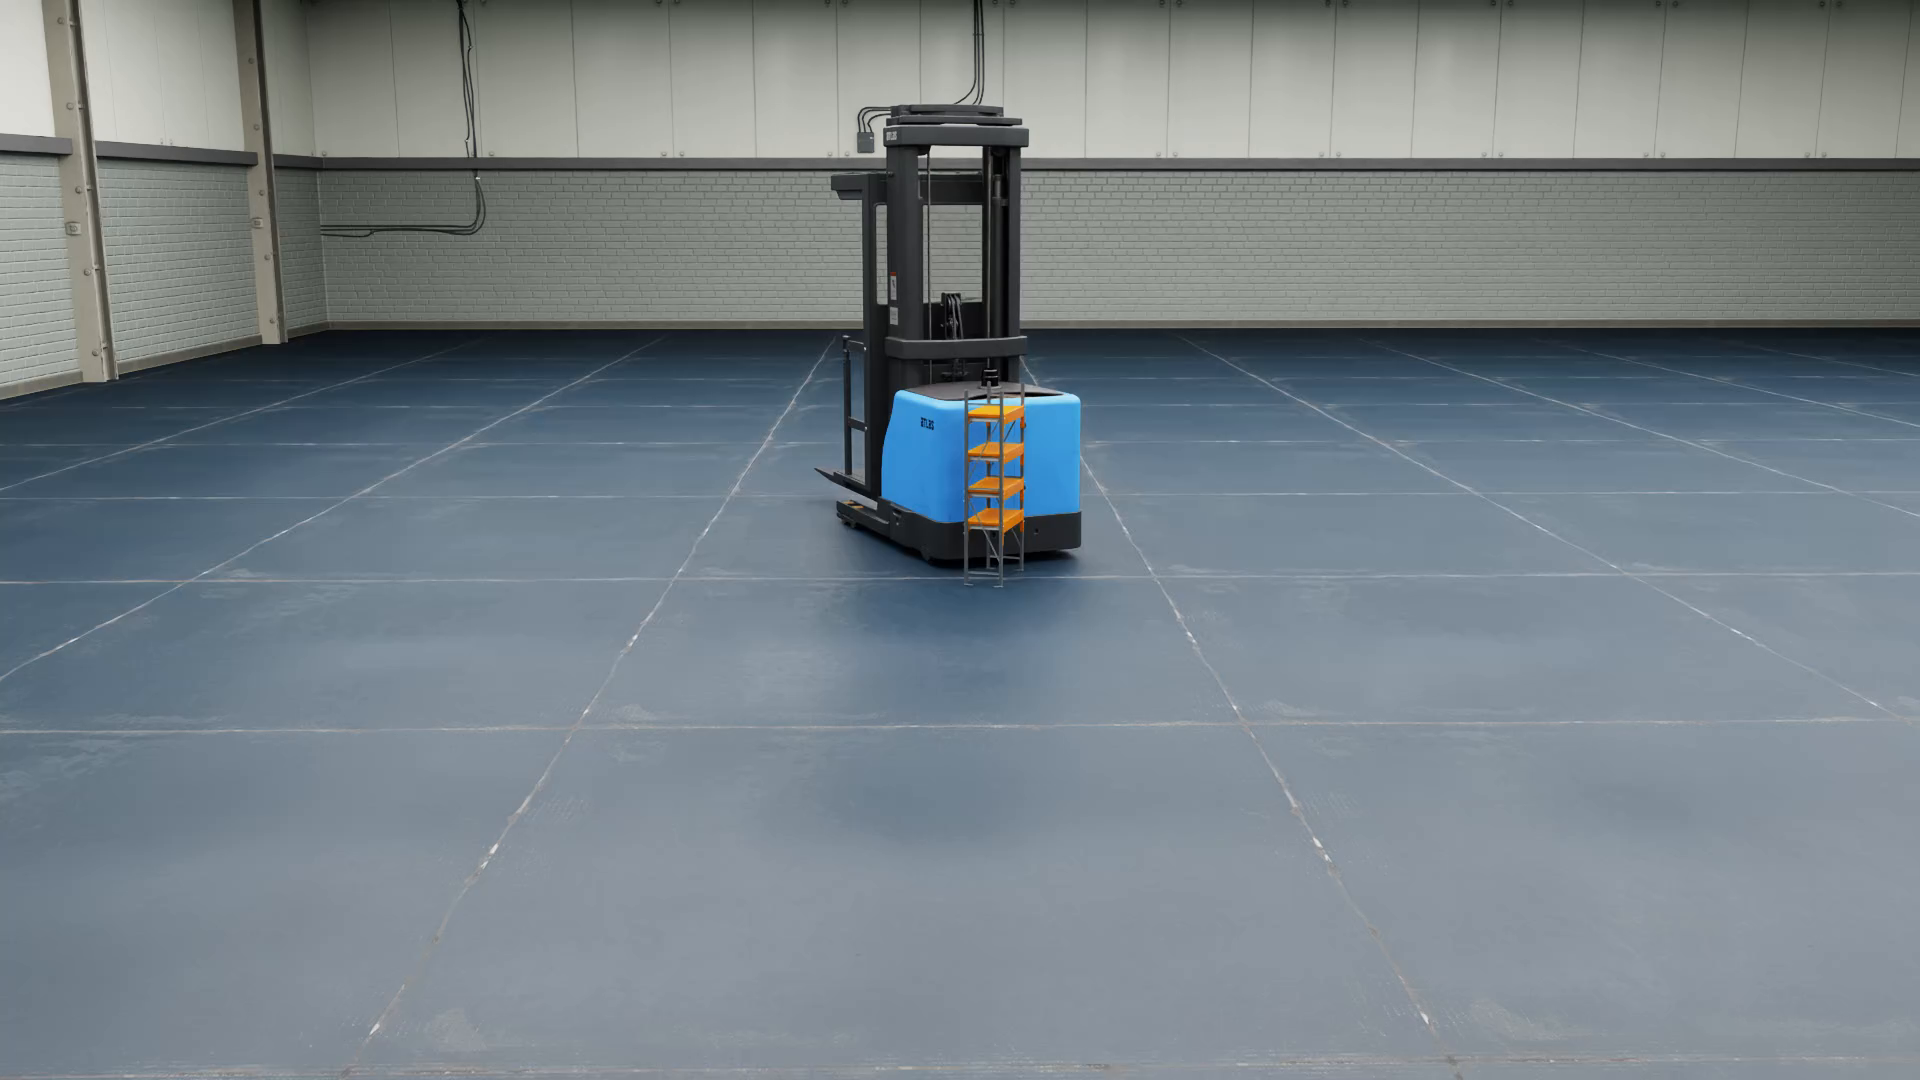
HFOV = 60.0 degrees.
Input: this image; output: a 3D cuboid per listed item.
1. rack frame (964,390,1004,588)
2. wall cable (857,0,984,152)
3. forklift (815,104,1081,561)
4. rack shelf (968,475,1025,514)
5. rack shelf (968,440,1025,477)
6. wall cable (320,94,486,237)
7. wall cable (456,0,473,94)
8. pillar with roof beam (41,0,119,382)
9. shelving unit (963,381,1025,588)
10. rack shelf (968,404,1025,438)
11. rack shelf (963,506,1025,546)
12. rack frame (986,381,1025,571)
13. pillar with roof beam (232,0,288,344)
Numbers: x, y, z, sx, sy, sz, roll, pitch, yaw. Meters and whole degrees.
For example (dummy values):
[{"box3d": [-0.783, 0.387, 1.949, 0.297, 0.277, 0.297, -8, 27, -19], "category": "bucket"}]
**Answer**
[{"box3d": [0.143, -0.304, 10.041, 0.240, 1.200, 0.015, 3, 12, 17], "category": "rack frame"}, {"box3d": [-0.711, -9.999, 29.660, 2.305, 6.003, 0.169, 0, 11, -1], "category": "wall cable"}, {"box3d": [-0.252, -1.551, 11.834, 1.130, 2.935, 3.031, -5, 12, -23], "category": "forklift"}, {"box3d": [0.214, -0.285, 10.283, 0.258, 0.148, 0.480, 3, 12, 17], "category": "rack shelf"}, {"box3d": [0.214, -0.504, 10.239, 0.258, 0.148, 0.480, 3, 12, 17], "category": "rack shelf"}, {"box3d": [-10.203, -6.775, 30.131, 3.097, 2.526, 0.112, 0, 11, -1], "category": "wall cable"}, {"box3d": [-7.498, -9.261, 29.683, 3.097, 2.526, 0.112, 0, 11, -1], "category": "wall cable"}, {"box3d": [-7.036, -6.531, 21.117, 9.100, 9.000, 0.400, 0, 11, -1], "category": "pillar with roof beam"}, {"box3d": [0.214, -0.351, 10.270, 0.258, 1.200, 0.503, 3, 12, 17], "category": "shelving unit"}, {"box3d": [0.214, -0.736, 10.192, 0.258, 0.148, 0.480, 3, 12, 17], "category": "rack shelf"}, {"box3d": [0.214, -0.090, 10.323, 0.258, 0.148, 0.480, 3, 12, 17], "category": "rack shelf"}, {"box3d": [0.286, -0.397, 10.498, 0.240, 1.200, 0.015, 3, 12, 17], "category": "rack frame"}, {"box3d": [-7.160, -7.723, 26.996, 9.100, 9.000, 0.400, 0, 11, -1], "category": "pillar with roof beam"}]
